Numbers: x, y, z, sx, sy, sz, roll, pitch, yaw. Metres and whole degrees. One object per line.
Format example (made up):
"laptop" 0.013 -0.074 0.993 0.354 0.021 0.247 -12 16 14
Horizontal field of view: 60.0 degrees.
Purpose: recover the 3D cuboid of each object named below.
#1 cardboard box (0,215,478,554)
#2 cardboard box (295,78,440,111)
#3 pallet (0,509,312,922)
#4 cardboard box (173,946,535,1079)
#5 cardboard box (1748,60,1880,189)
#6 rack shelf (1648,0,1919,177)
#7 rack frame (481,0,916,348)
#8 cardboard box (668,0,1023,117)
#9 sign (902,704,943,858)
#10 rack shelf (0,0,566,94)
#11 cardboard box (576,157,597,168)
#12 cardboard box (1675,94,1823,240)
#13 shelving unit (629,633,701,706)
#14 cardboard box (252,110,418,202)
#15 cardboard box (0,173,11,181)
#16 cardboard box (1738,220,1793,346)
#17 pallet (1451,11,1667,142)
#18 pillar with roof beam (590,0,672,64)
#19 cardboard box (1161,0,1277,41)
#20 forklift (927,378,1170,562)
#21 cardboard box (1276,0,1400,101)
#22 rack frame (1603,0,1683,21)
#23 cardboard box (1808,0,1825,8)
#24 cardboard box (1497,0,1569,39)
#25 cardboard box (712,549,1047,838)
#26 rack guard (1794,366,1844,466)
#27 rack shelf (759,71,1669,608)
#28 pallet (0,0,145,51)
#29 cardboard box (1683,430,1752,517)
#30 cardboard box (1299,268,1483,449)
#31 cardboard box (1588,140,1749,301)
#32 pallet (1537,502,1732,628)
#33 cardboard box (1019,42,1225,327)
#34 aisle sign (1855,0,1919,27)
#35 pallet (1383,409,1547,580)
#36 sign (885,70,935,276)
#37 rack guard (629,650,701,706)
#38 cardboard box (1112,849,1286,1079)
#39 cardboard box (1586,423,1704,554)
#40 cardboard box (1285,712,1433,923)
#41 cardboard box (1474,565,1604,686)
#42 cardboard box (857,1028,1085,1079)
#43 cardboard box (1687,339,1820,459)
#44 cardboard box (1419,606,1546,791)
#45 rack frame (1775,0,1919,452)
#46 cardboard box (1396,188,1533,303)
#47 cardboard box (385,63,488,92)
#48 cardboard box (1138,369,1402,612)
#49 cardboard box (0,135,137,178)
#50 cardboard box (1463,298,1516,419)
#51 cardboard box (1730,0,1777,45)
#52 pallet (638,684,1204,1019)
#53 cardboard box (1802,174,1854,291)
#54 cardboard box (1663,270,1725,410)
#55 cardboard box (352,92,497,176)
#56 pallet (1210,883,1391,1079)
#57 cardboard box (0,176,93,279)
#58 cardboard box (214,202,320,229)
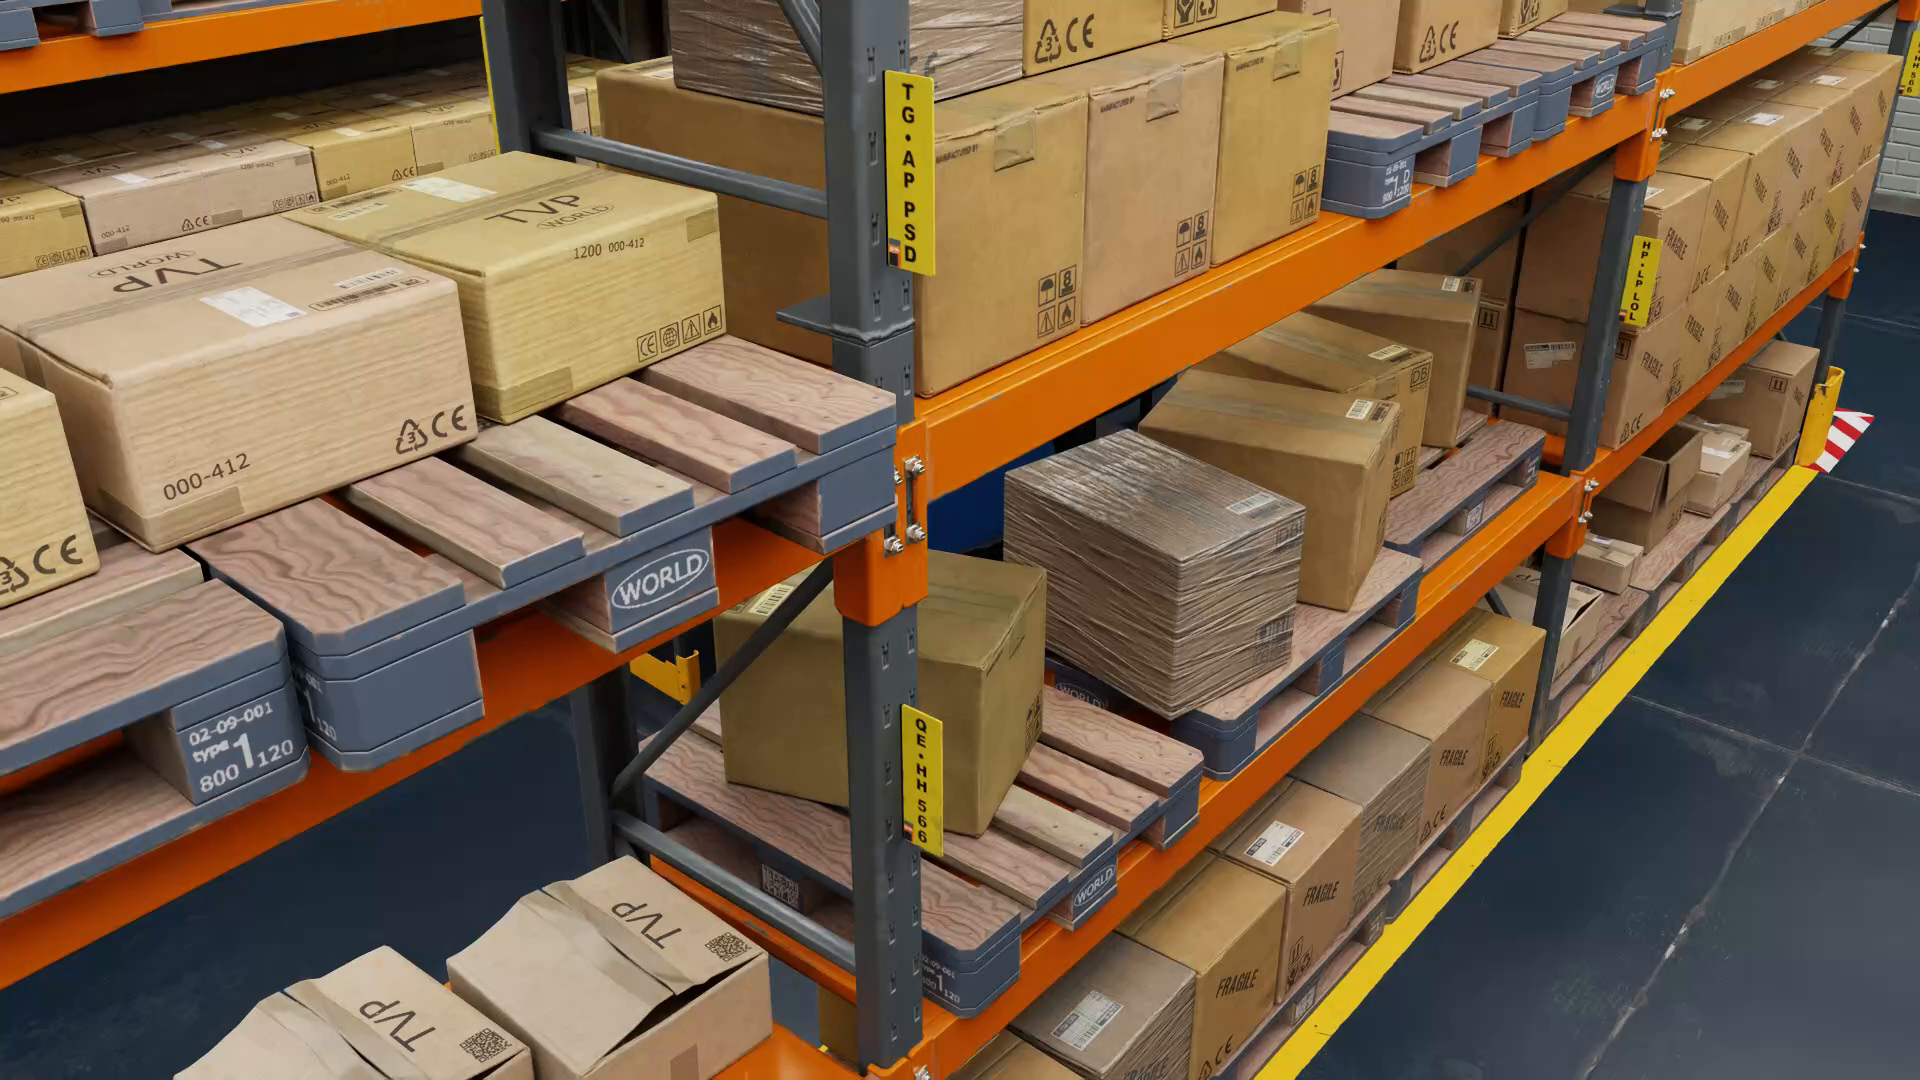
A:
"cardboard box" -1.069 -0.251 2.412 0.500 0.250 0.500 22 34 36
"cardboard box" -2.921 -2.096 8.267 0.500 0.250 0.500 19 33 33
"pallet" -1.576 0.249 1.945 1.003 0.211 1.213 23 35 37
"cardboard box" -1.223 1.133 3.392 0.500 0.311 0.500 20 34 34
"cardboard box" 4.193 -2.074 8.298 0.500 0.500 0.500 22 34 36
"rack shelf" 3.312 -2.307 7.463 1.077 0.370 4.000 21 34 34
"rack frame" -0.504 -1.831 2.497 1.000 3.000 0.127 21 34 34
"cardboard box" -0.222 -1.140 3.228 0.500 0.500 0.500 21 34 34
"sign" -0.074 0.480 3.298 0.100 0.325 0.005 21 34 34
"rack shelf" -3.057 -2.335 7.518 1.077 0.370 4.000 21 34 34
"cardboard box" -2.201 -1.796 8.503 0.500 0.500 0.500 21 34 35
"cardboard box" 3.540 -1.707 7.588 0.500 0.500 0.500 22 35 36
"shelving unit" -1.029 -0.197 7.498 0.587 1.500 1.083 24 36 38
"cardboard box" -2.865 -1.769 7.635 0.500 0.250 0.500 20 33 33
"cardboard box" -4.241 -1.368 6.860 0.500 0.250 0.500 22 34 36
"cardboard box" 3.540 -1.270 7.832 0.500 0.500 0.500 20 34 34
"pallet" 1.571 -1.623 5.563 1.213 0.211 1.003 21 34 34
"pillar with roof beam" 1.315 -3.939 6.570 9.100 9.000 0.400 21 34 34
"cardboard box" 0.427 -1.502 3.928 0.500 0.500 0.500 21 34 34
"forklift" 0.437 -1.510 8.479 1.130 2.935 3.031 24 36 38
"cardboard box" 0.816 -1.562 4.565 0.600 0.600 0.600 19 33 33
"rack frame" 2.040 -3.250 5.238 1.000 3.000 0.127 21 34 34
"cardboard box" 3.496 -2.482 7.182 0.500 0.250 0.500 21 34 34
"cardboard box" 1.663 -2.036 5.481 0.600 0.600 0.600 17 32 30
"cardboard box" -0.191 0.346 4.251 0.700 0.500 0.500 10 29 18
"rack guard" 4.536 -0.866 9.880 1.175 0.500 0.348 21 34 34
"rack shelf" 0.768 -0.889 4.722 1.077 0.370 4.000 21 34 34
"pallet" -3.961 -2.106 6.496 1.213 0.211 1.003 23 35 37
"cardboard box" 3.801 -0.385 8.743 0.500 0.250 0.500 21 34 34
"cardboard box" 1.566 -0.713 6.299 0.700 0.500 0.500 9 29 18
"cardboard box" 2.885 -1.341 6.882 0.500 0.500 0.500 20 33 33
"pallet" 3.253 -0.024 8.567 1.003 0.211 1.213 21 34 34
"cardboard box" 0.072 -0.889 3.830 0.910 0.500 0.500 21 34 34
"aisle sign" 4.864 -3.093 8.634 0.394 0.787 0.004 21 34 34
"pallet" 1.447 -0.248 6.175 1.003 0.211 1.213 21 34 34
"sign" -0.081 -0.599 2.730 0.100 0.325 0.005 21 34 34
"rack guard" -1.373 0.524 7.466 0.587 0.250 0.087 24 36 38
"cardboard box" 0.657 1.306 5.202 0.500 0.500 0.500 20 34 34
"cardboard box" 3.231 -0.339 8.379 0.797 0.503 0.637 21 34 34
"cardboard box" 1.307 0.939 5.912 0.500 0.500 0.500 21 34 35
"cardboard box" 2.474 0.328 7.299 0.500 0.311 0.500 21 34 34
"cardboard box" 0.006 1.670 4.499 0.500 0.500 0.500 22 35 36
"cardboard box" 4.428 -0.824 9.319 0.500 0.500 0.500 21 34 34
"cardboard box" 1.947 0.588 6.590 0.500 0.500 0.500 21 34 34
"rack frame" 4.584 -2.003 9.358 1.000 3.000 0.127 21 34 34
"cardboard box" 2.162 -1.329 6.857 0.500 0.500 0.500 21 34 35
"cardboard box" -2.606 -2.276 8.614 0.500 0.250 0.500 21 34 35
"cardboard box" 0.964 -0.172 5.251 0.700 0.500 0.500 12 30 22
"cardboard box" -3.909 -1.551 7.213 0.500 0.250 0.500 19 33 33
"cardboard box" 2.160 -0.882 7.081 0.500 0.500 0.500 21 34 35
"cardboard box" 2.861 -2.127 6.495 0.500 0.250 0.500 21 34 34
"pallet" -0.127 0.658 4.423 1.213 0.211 1.003 21 34 34
"cardboard box" 4.182 -1.624 8.517 0.500 0.500 0.500 21 34 35
"cardboard box" 2.898 -0.913 7.142 0.500 0.500 0.500 21 34 35
"cardboard box" -2.542 -1.950 7.985 0.500 0.250 0.500 22 34 35
"pallet" 0.776 1.387 5.838 1.003 0.211 1.213 21 34 34
"cardboard box" -3.823 -1.228 6.588 0.500 0.250 0.500 22 34 36
"cardboard box" -3.166 -1.255 7.457 0.500 0.500 0.500 21 34 34
